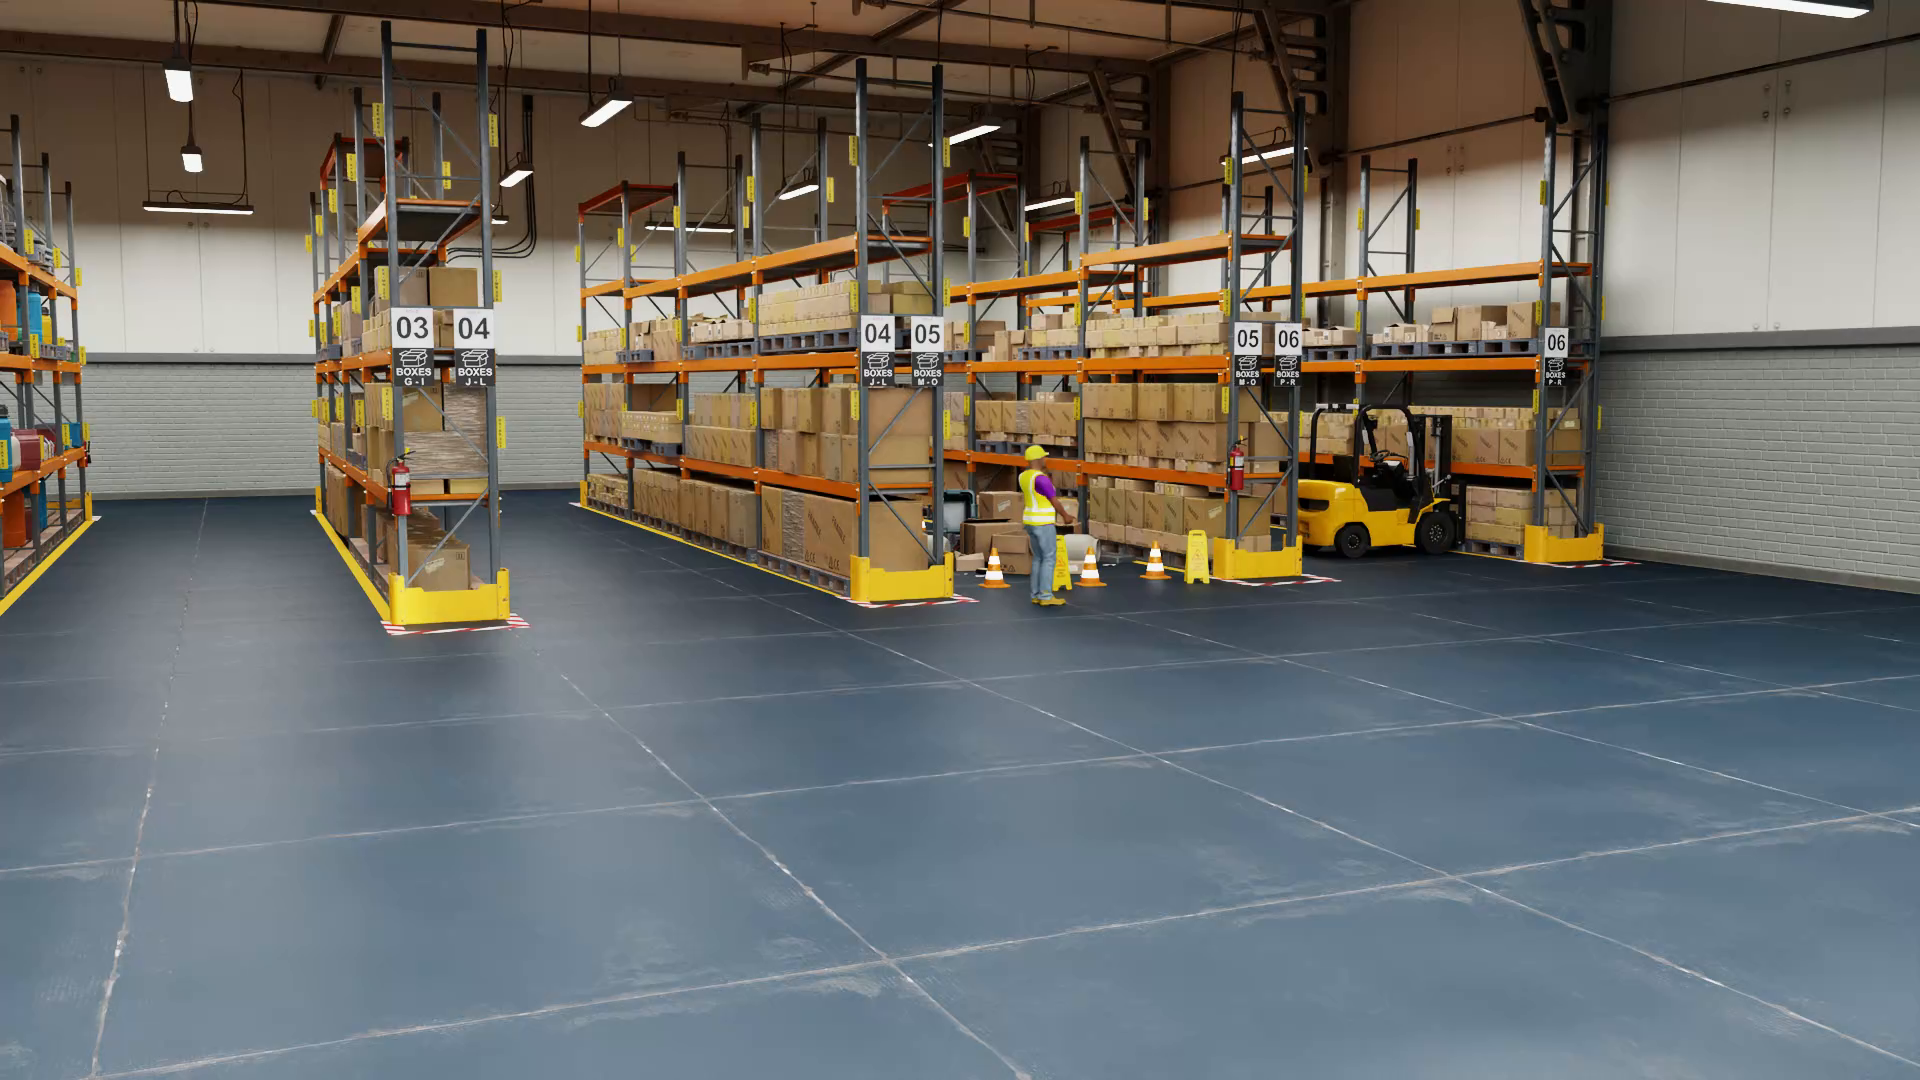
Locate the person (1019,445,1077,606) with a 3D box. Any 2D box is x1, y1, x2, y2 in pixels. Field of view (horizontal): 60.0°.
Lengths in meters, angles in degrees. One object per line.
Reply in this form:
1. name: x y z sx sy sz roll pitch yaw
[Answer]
1. person: 0.975 -0.169 18.458 0.578 1.765 0.514 -2 6 -24
